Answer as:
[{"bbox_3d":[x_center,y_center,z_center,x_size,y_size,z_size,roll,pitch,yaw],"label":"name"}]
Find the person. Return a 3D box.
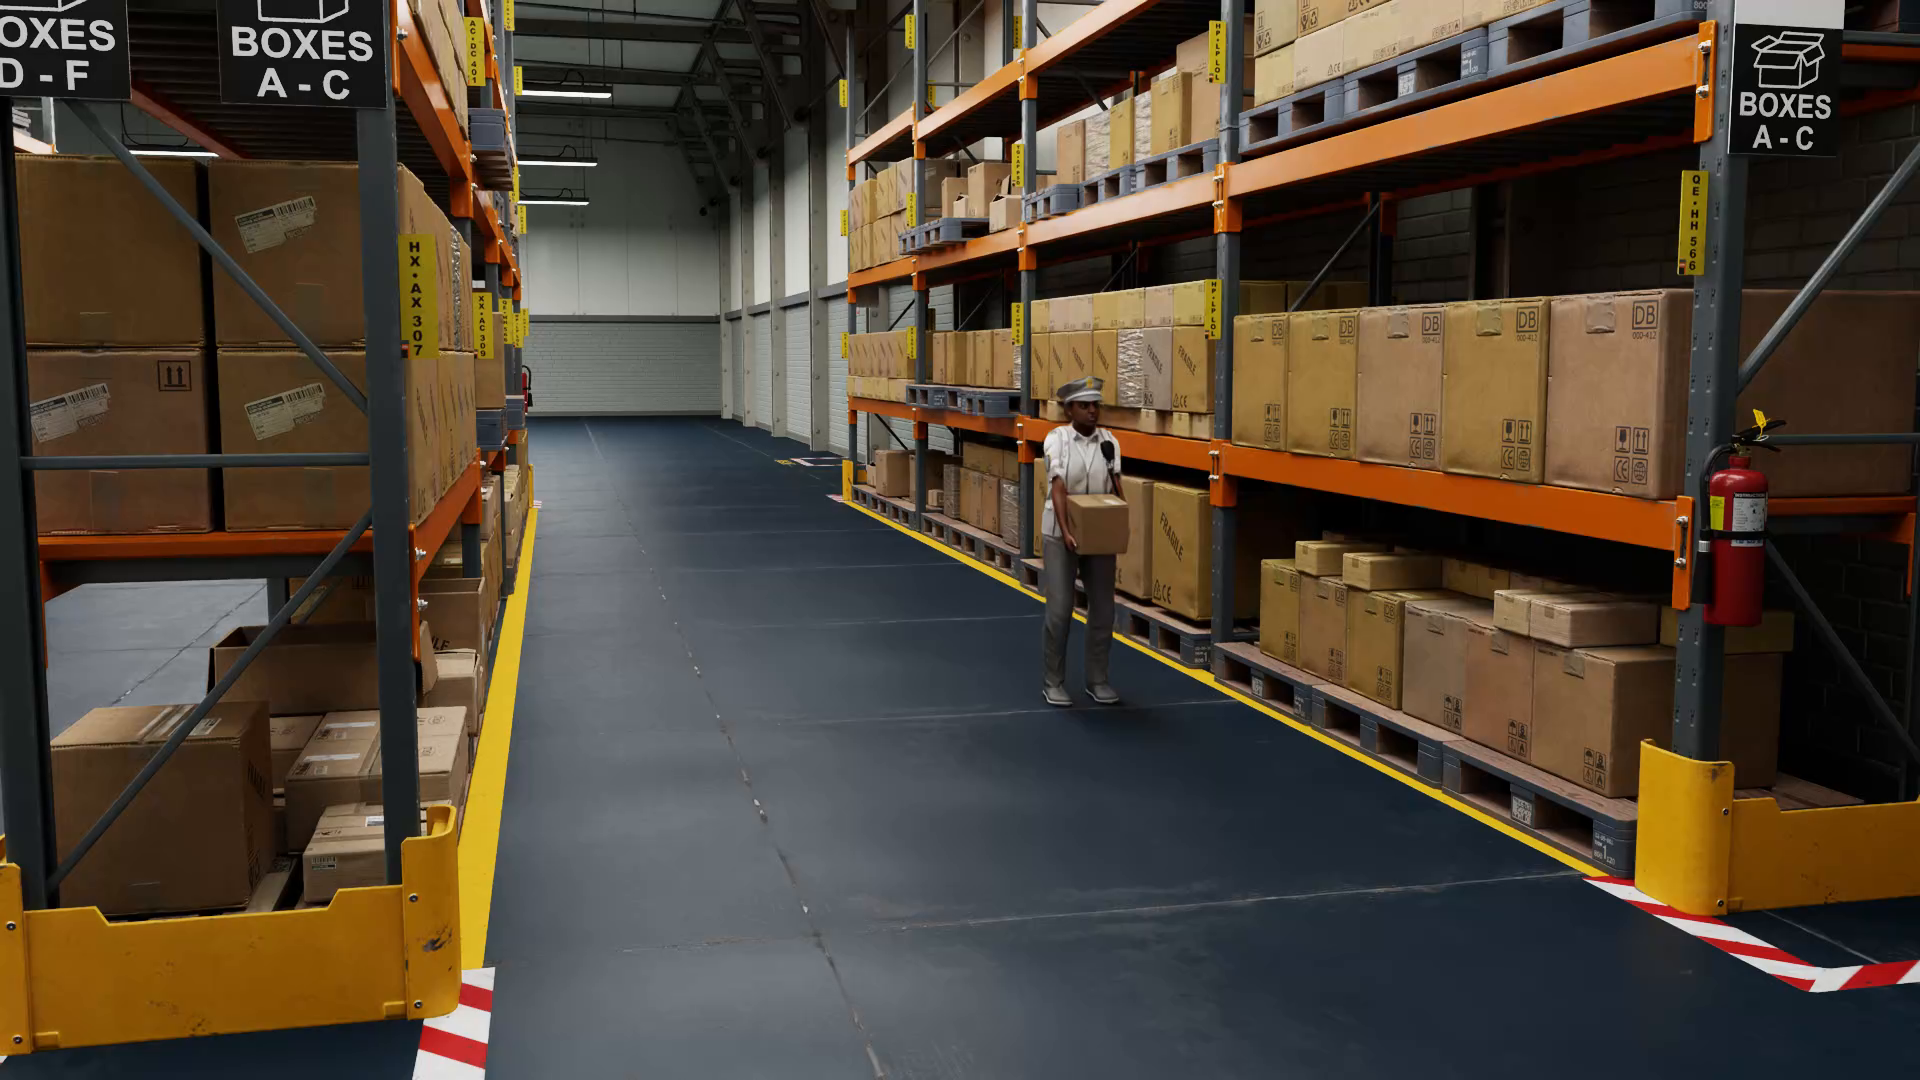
[{"bbox_3d":[0.646,0.009,8.521,0.416,1.690,0.526,-2,6,-15],"label":"person"}]
